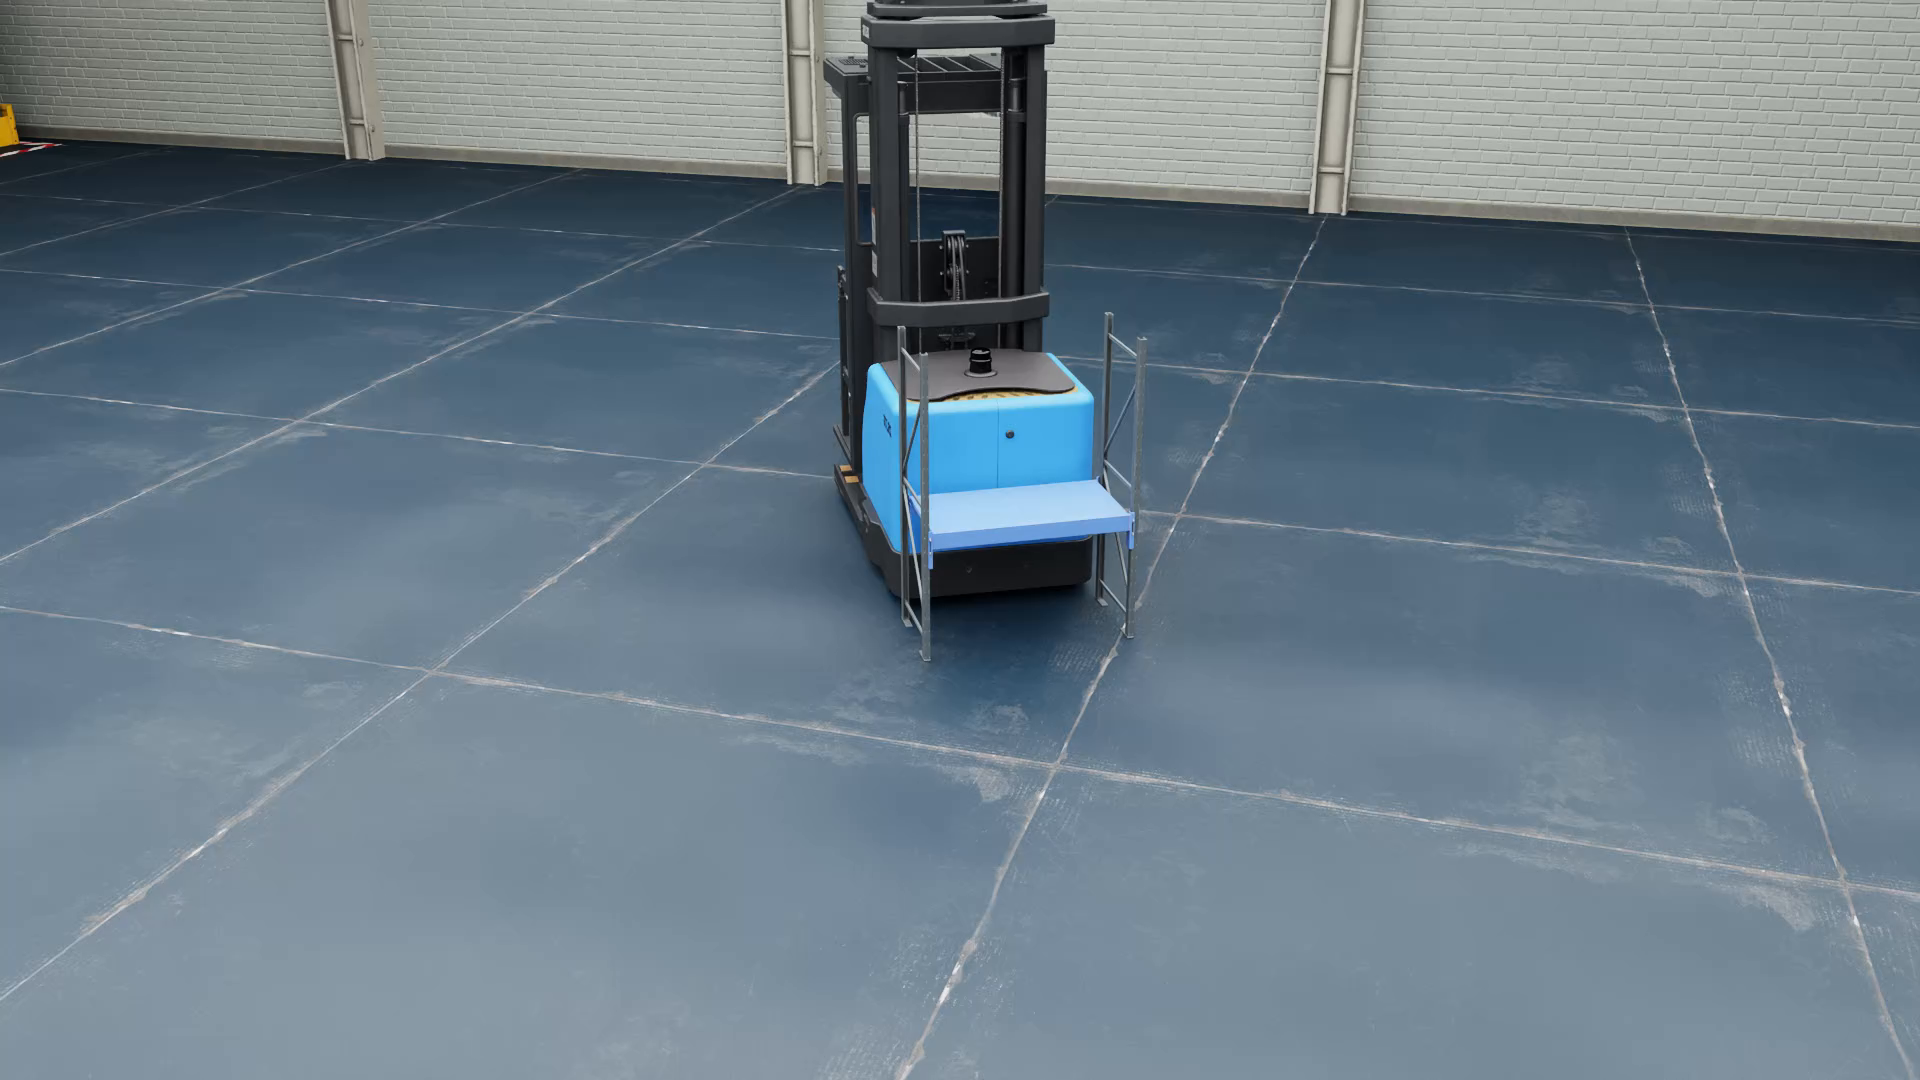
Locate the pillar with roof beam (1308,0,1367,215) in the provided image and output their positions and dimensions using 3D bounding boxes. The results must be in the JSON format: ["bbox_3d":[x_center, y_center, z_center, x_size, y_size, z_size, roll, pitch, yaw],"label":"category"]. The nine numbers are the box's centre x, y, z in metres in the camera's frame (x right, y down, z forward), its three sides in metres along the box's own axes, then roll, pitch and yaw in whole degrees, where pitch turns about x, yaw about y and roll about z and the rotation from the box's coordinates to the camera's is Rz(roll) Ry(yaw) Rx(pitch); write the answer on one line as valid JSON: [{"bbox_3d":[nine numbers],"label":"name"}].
[{"bbox_3d":[2.719,-6.130,12.358,0.400,9.000,9.100,7,23,16],"label":"pillar with roof beam"}]

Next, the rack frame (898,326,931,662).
[{"bbox_3d":[-0.215,-0.210,7.805,0.032,1.500,0.500,-6,23,-13],"label":"rack frame"}]

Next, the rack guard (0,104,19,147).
[{"bbox_3d":[-12.841,-5.329,21.603,0.348,0.500,1.175,7,23,16],"label":"rack guard"}]

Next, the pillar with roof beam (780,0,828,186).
[{"bbox_3d":[-3.026,-6.788,13.961,0.400,9.000,9.100,7,23,16],"label":"pillar with roof beam"}]

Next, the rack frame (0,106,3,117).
[{"bbox_3d":[-12.864,-6.488,21.135,0.127,3.000,1.000,7,23,16],"label":"rack frame"}]

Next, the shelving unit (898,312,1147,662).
[{"bbox_3d":[0.277,-0.257,7.921,1.048,1.500,0.538,-6,23,-13],"label":"shelving unit"}]

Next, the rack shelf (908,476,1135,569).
[{"bbox_3d":[0.277,-0.091,7.990,1.000,0.185,0.538,-6,23,-13],"label":"rack shelf"}]

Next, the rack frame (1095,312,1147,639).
[{"bbox_3d":[0.770,-0.305,8.037,0.032,1.500,0.500,-6,23,-13],"label":"rack frame"}]

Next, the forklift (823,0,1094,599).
[{"bbox_3d":[-0.135,-1.590,9.284,1.130,2.935,3.031,-5,23,-11],"label":"forklift"}]

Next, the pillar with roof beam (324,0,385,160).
[{"bbox_3d":[-8.770,-7.446,15.565,0.400,9.000,9.100,7,23,16],"label":"pillar with roof beam"}]
